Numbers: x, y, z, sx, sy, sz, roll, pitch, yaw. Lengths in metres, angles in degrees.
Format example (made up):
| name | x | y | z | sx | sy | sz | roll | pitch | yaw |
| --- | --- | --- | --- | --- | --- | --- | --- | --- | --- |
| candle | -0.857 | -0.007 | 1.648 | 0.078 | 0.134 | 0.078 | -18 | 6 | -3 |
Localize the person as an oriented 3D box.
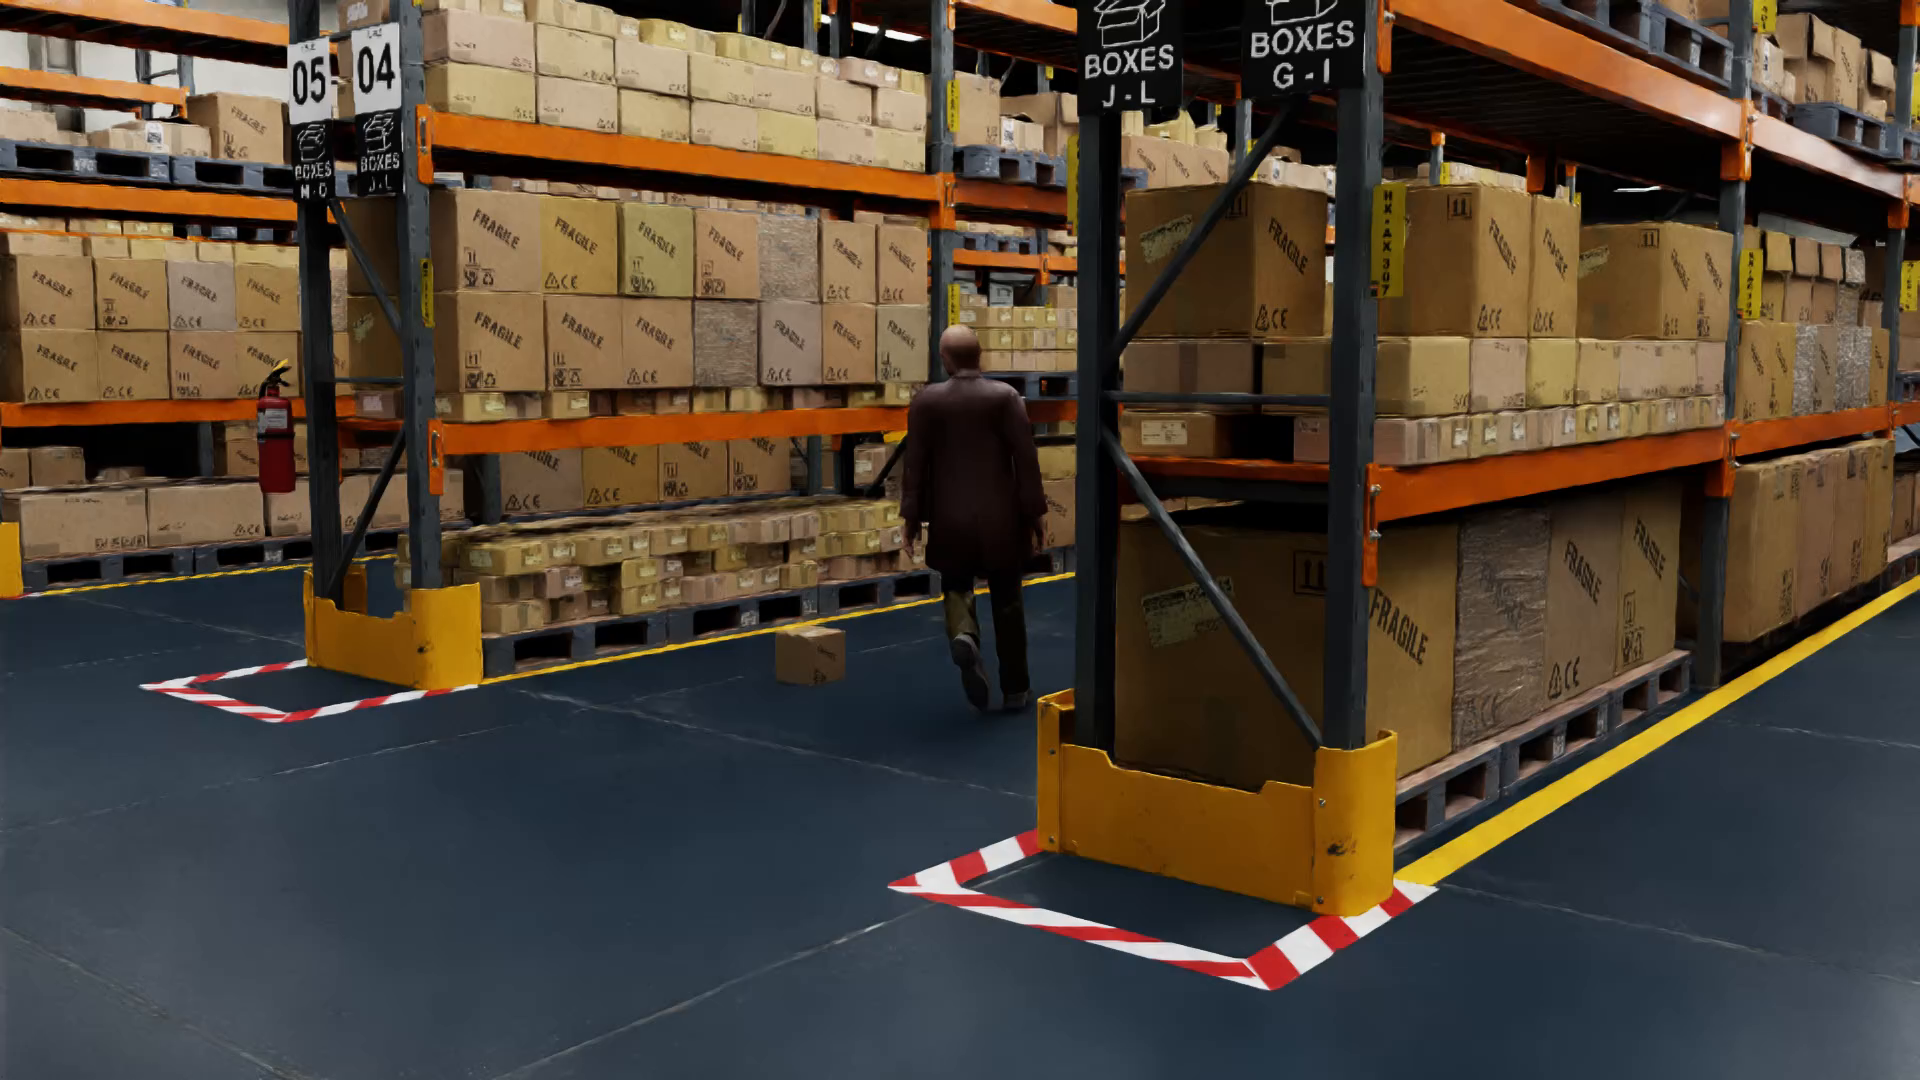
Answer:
| name | x | y | z | sx | sy | sz | roll | pitch | yaw |
| --- | --- | --- | --- | --- | --- | --- | --- | --- | --- |
| person | 0.061 | -0.097 | 7.579 | 0.685 | 1.755 | 0.657 | 0 | 7 | 4 |
